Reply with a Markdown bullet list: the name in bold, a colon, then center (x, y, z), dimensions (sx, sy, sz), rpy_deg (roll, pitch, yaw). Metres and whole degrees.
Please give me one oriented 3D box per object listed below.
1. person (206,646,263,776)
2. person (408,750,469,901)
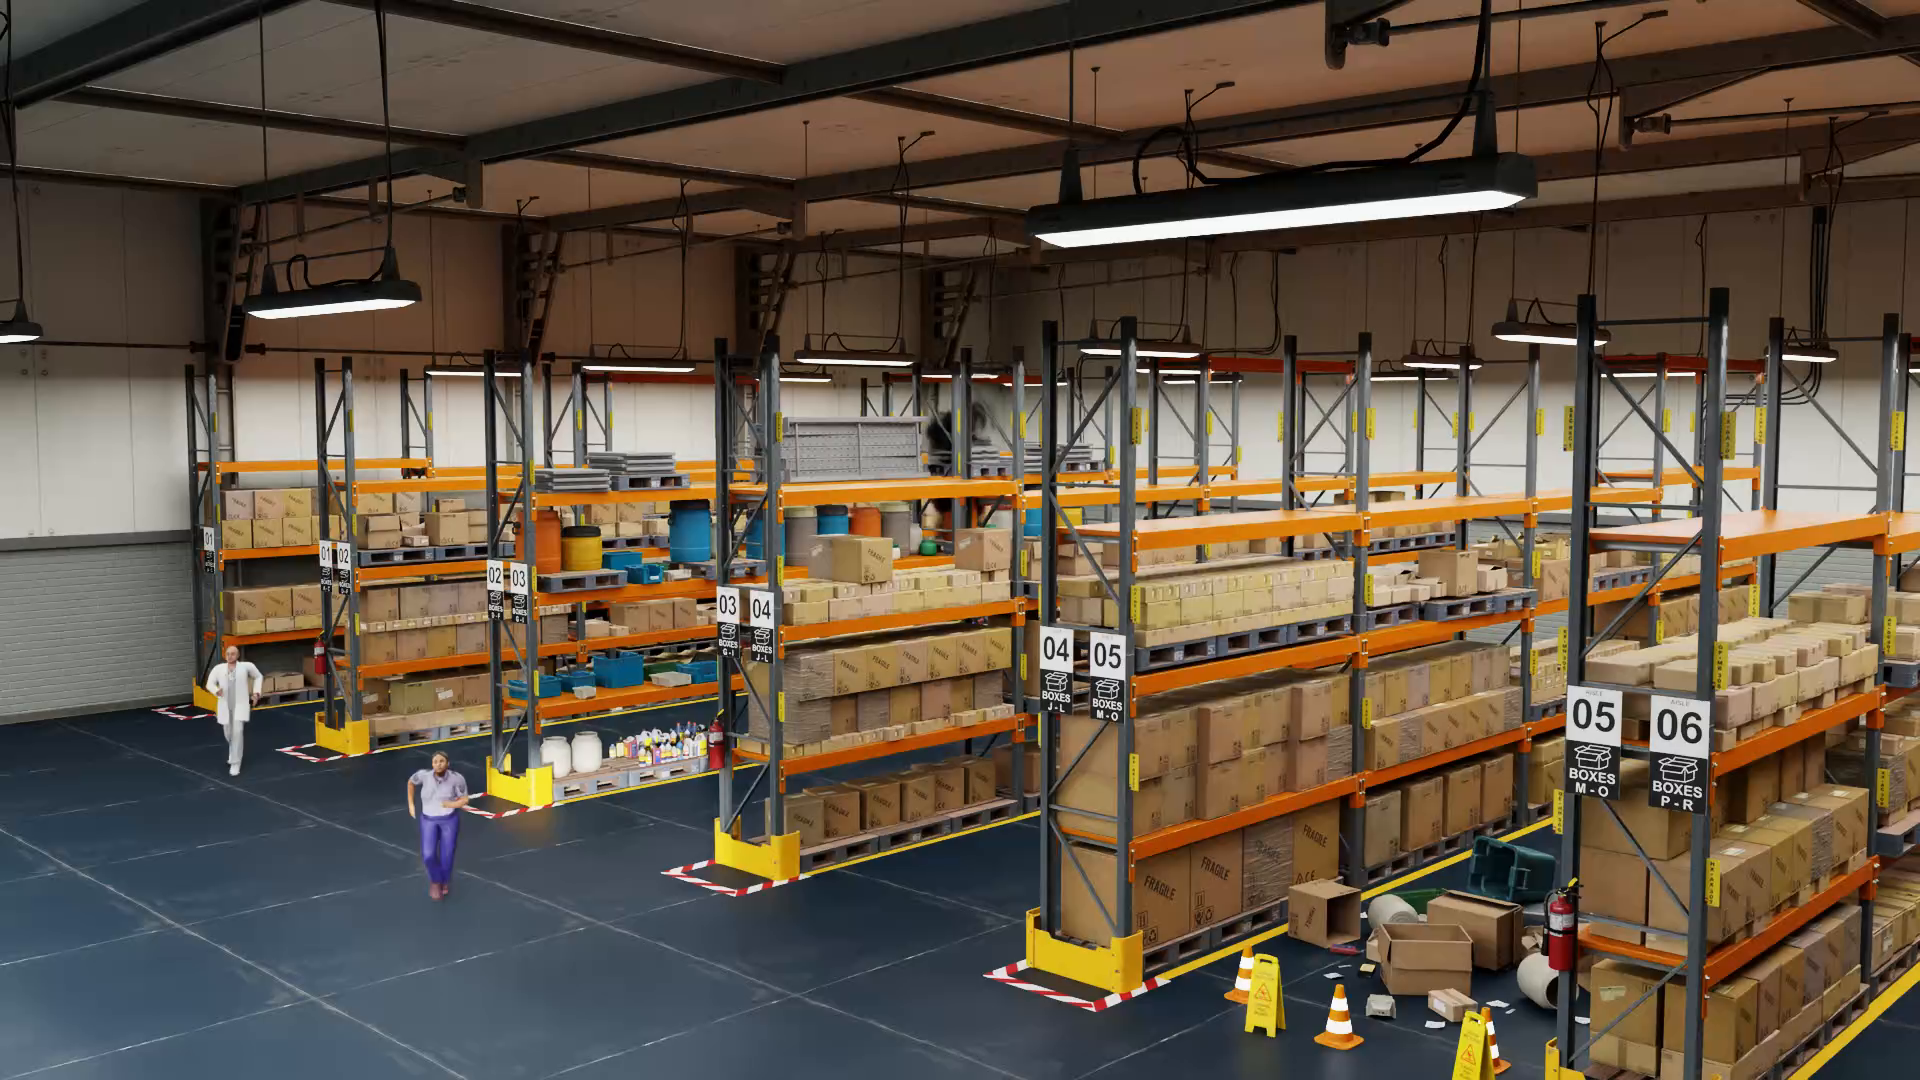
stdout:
- **person**: center (-10.504, 2.433, 24.081), dimensions (0.734, 1.797, 0.947), rpy_deg (-1, 4, -11)
- **person**: center (-5.498, 3.006, 17.530), dimensions (0.634, 1.592, 0.757), rpy_deg (-1, 4, -13)
